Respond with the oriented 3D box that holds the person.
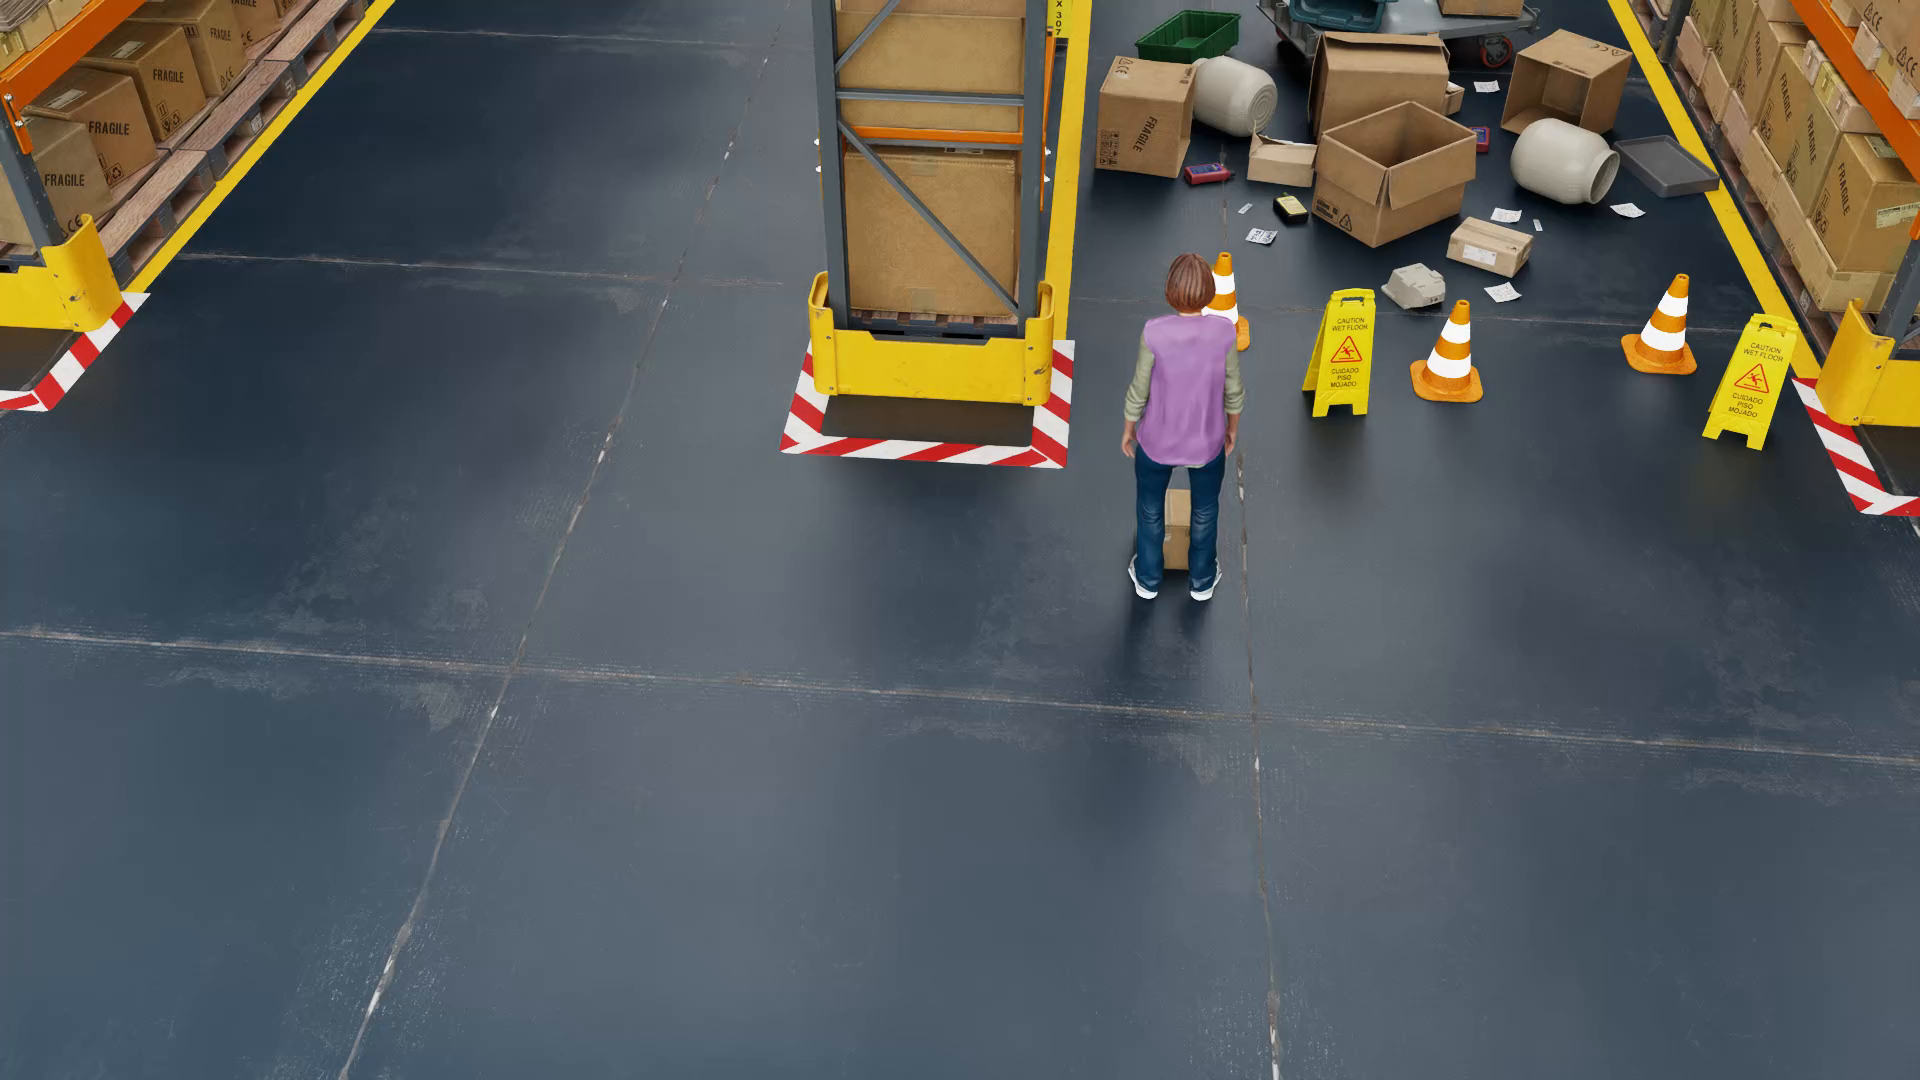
[{"bbox_3d":[0.886,-0.405,6.638,0.485,1.593,0.343,1,41,1],"label":"person"}]
